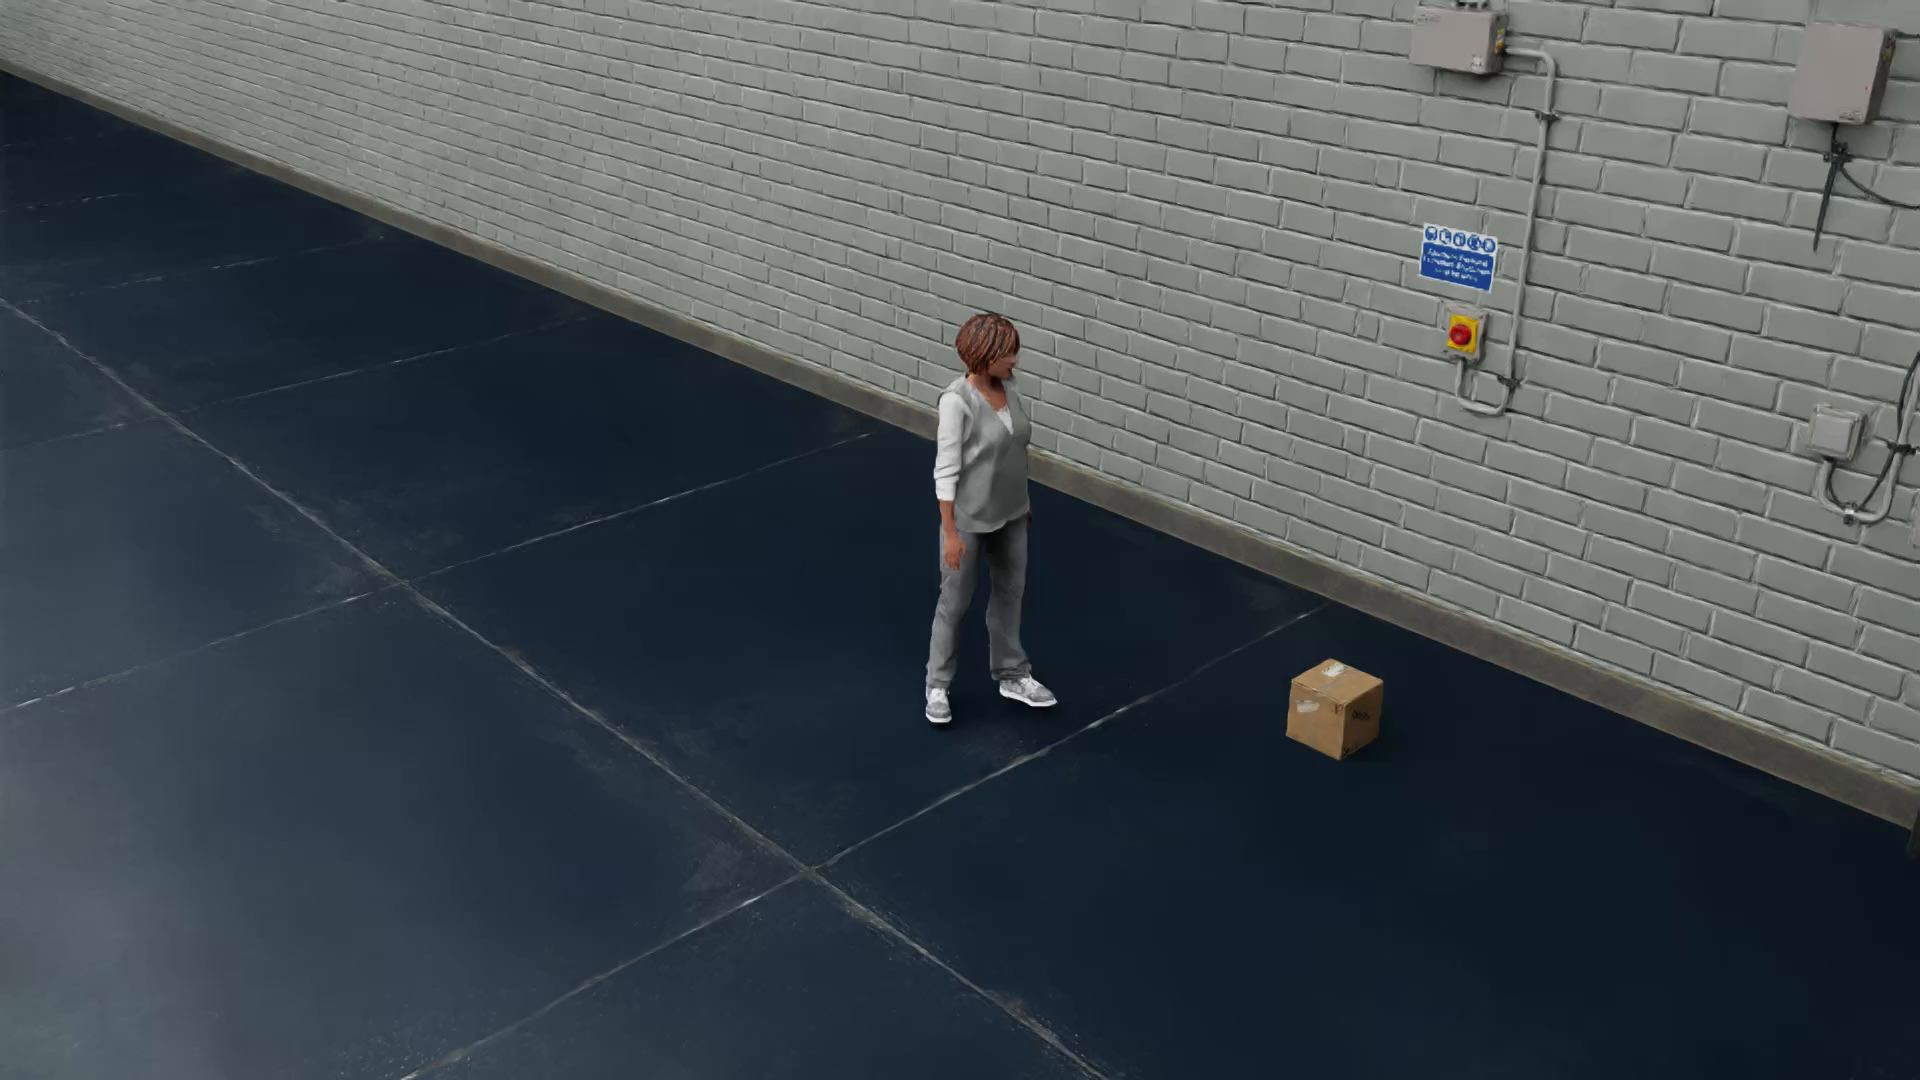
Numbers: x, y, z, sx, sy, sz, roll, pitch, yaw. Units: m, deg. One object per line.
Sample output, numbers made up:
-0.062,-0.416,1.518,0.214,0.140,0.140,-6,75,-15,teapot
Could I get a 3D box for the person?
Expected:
0.110,-0.069,6.214,0.519,1.593,0.447,-22,33,-39,person
